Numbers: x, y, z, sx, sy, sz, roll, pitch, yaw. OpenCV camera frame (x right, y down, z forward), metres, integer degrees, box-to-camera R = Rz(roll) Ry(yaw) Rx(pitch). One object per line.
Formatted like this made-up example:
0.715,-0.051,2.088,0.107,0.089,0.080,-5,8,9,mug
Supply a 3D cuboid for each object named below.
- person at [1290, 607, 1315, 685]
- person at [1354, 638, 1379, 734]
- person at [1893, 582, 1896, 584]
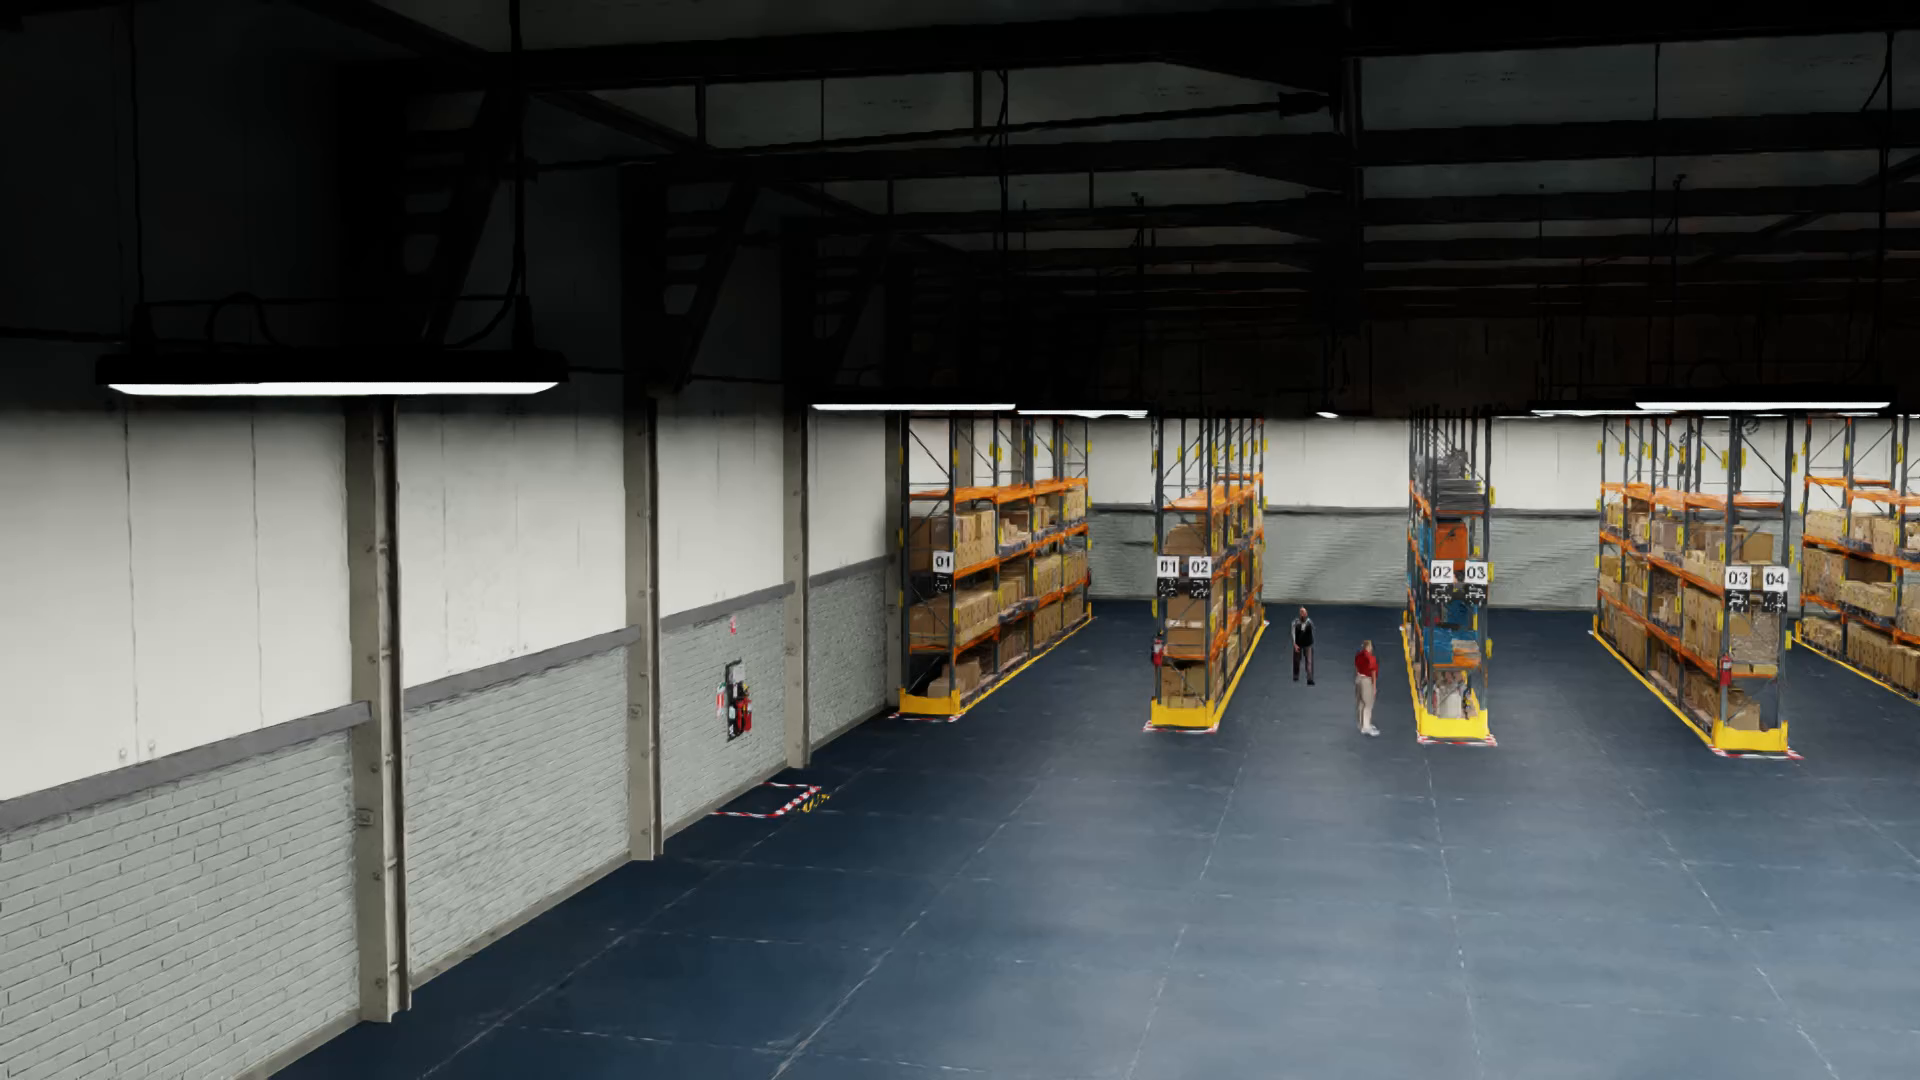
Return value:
7.451,2.286,36.202,0.538,1.664,1.026,0,4,5,person
7.496,2.658,30.501,0.449,1.737,0.595,-1,4,-18,person
23.790,1.899,42.218,0.356,1.711,0.532,-1,4,-14,person
